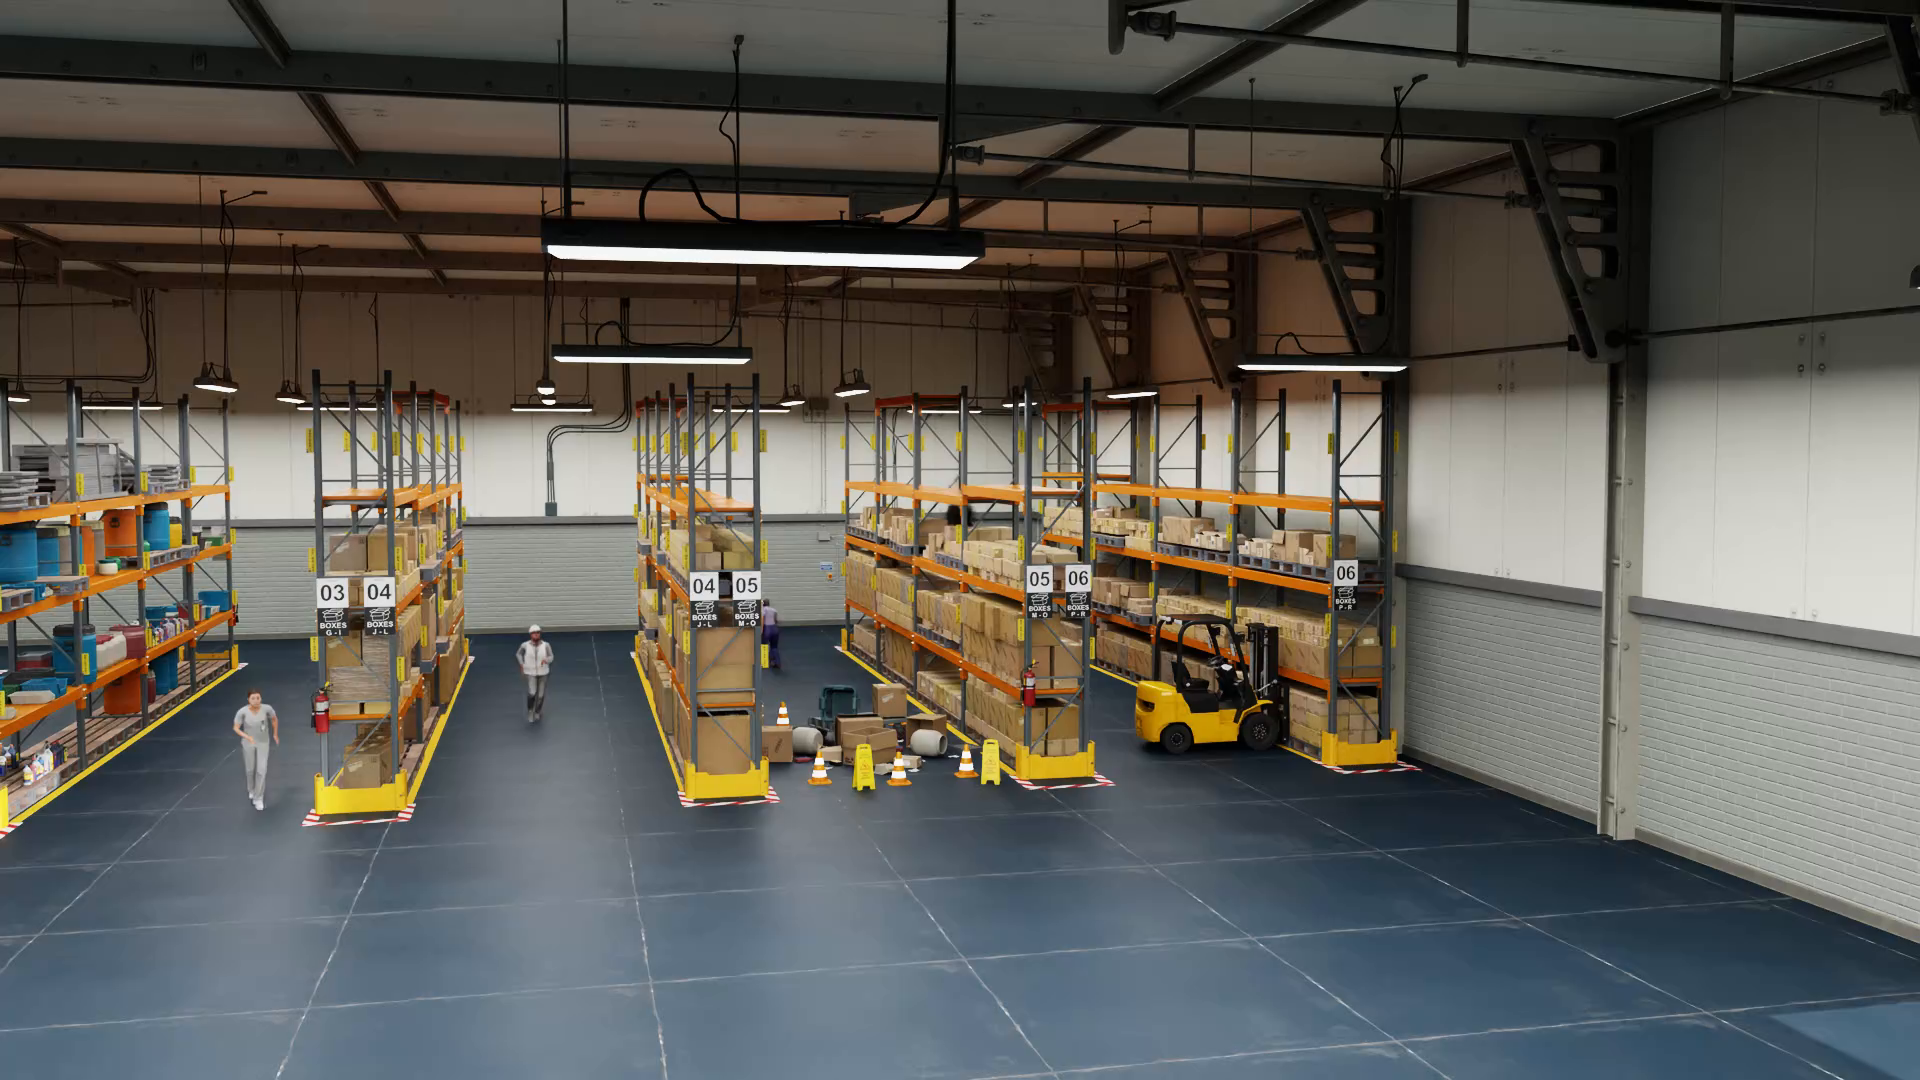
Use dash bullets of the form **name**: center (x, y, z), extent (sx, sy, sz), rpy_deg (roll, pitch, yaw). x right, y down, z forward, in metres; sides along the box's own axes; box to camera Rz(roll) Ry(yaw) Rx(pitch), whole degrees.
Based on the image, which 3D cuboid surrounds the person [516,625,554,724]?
- **person**: center (-7.592, 2.400, 29.759), extent (0.648, 1.759, 0.685), rpy_deg (-1, 4, -20)

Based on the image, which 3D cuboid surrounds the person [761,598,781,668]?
- **person**: center (-4.305, 2.079, 37.237), extent (0.607, 1.539, 0.830), rpy_deg (-3, 4, -39)

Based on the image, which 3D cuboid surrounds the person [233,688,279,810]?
- **person**: center (-9.760, 2.858, 23.076), extent (0.571, 1.669, 0.796), rpy_deg (-1, 4, -21)
